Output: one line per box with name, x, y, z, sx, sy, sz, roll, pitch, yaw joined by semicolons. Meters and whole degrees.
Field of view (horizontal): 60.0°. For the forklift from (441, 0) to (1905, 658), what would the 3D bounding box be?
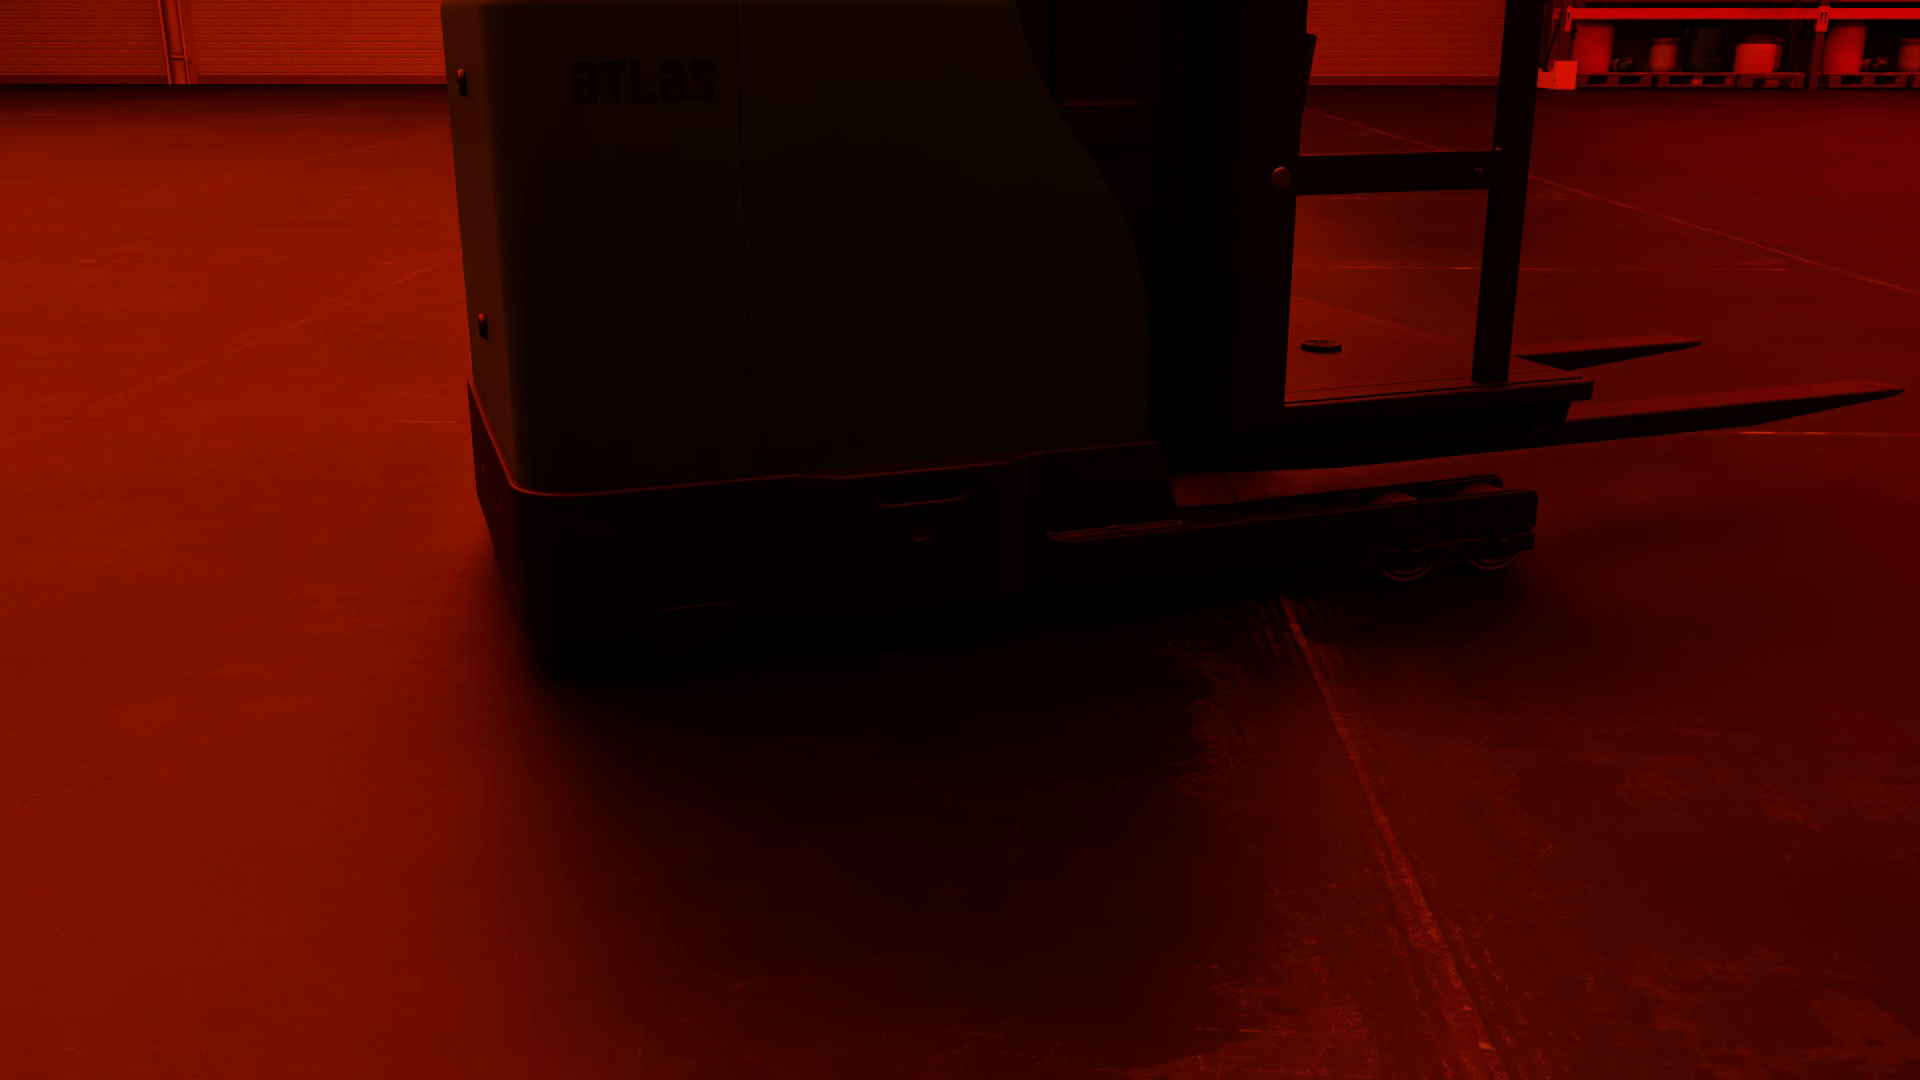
forklift;0.571;-1.462;3.137;3.031;2.935;1.130;-6;18;-19
